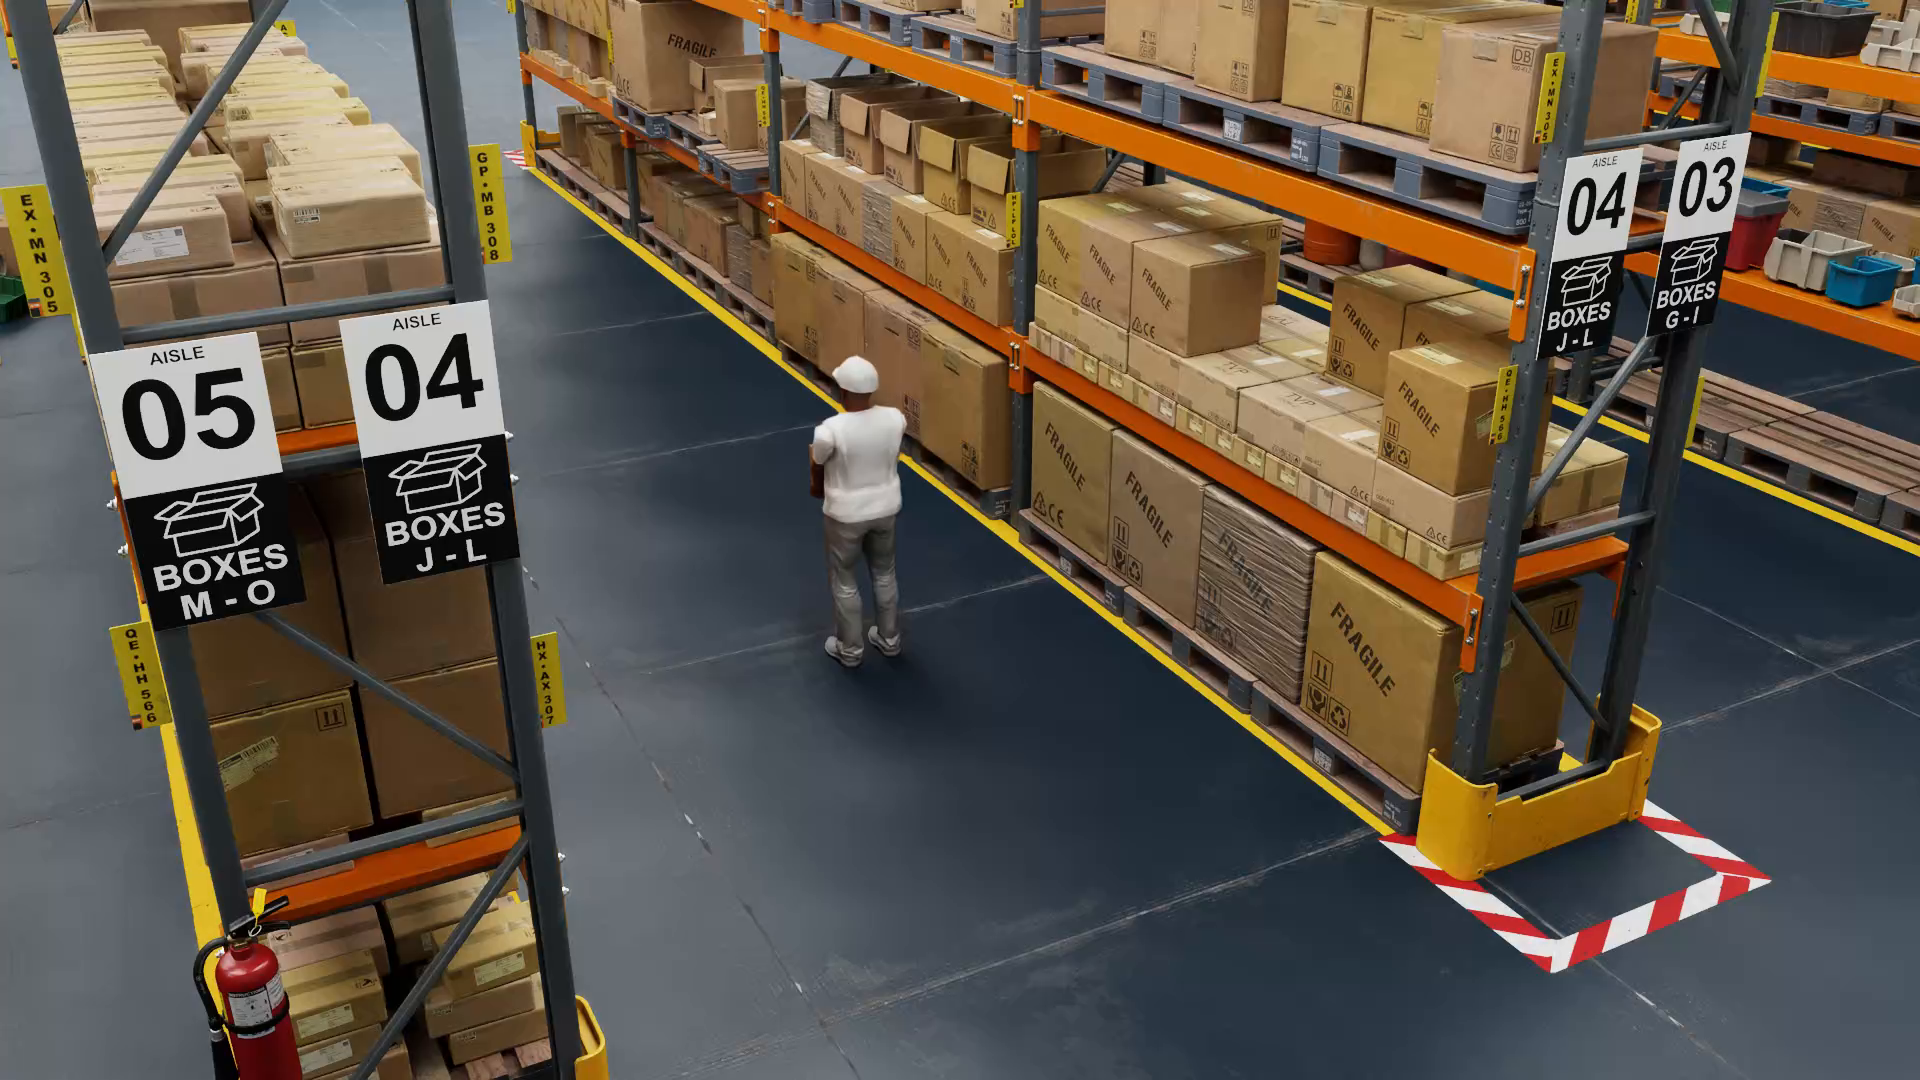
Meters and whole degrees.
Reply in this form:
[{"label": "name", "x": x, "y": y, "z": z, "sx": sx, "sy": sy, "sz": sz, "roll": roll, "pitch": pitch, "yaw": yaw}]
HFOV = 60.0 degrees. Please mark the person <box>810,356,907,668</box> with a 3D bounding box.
[{"label": "person", "x": -0.585, "y": -0.192, "z": 8.992, "sx": 0.504, "sy": 1.760, "sz": 0.578, "roll": -12, "pitch": 28, "yaw": -24}]
